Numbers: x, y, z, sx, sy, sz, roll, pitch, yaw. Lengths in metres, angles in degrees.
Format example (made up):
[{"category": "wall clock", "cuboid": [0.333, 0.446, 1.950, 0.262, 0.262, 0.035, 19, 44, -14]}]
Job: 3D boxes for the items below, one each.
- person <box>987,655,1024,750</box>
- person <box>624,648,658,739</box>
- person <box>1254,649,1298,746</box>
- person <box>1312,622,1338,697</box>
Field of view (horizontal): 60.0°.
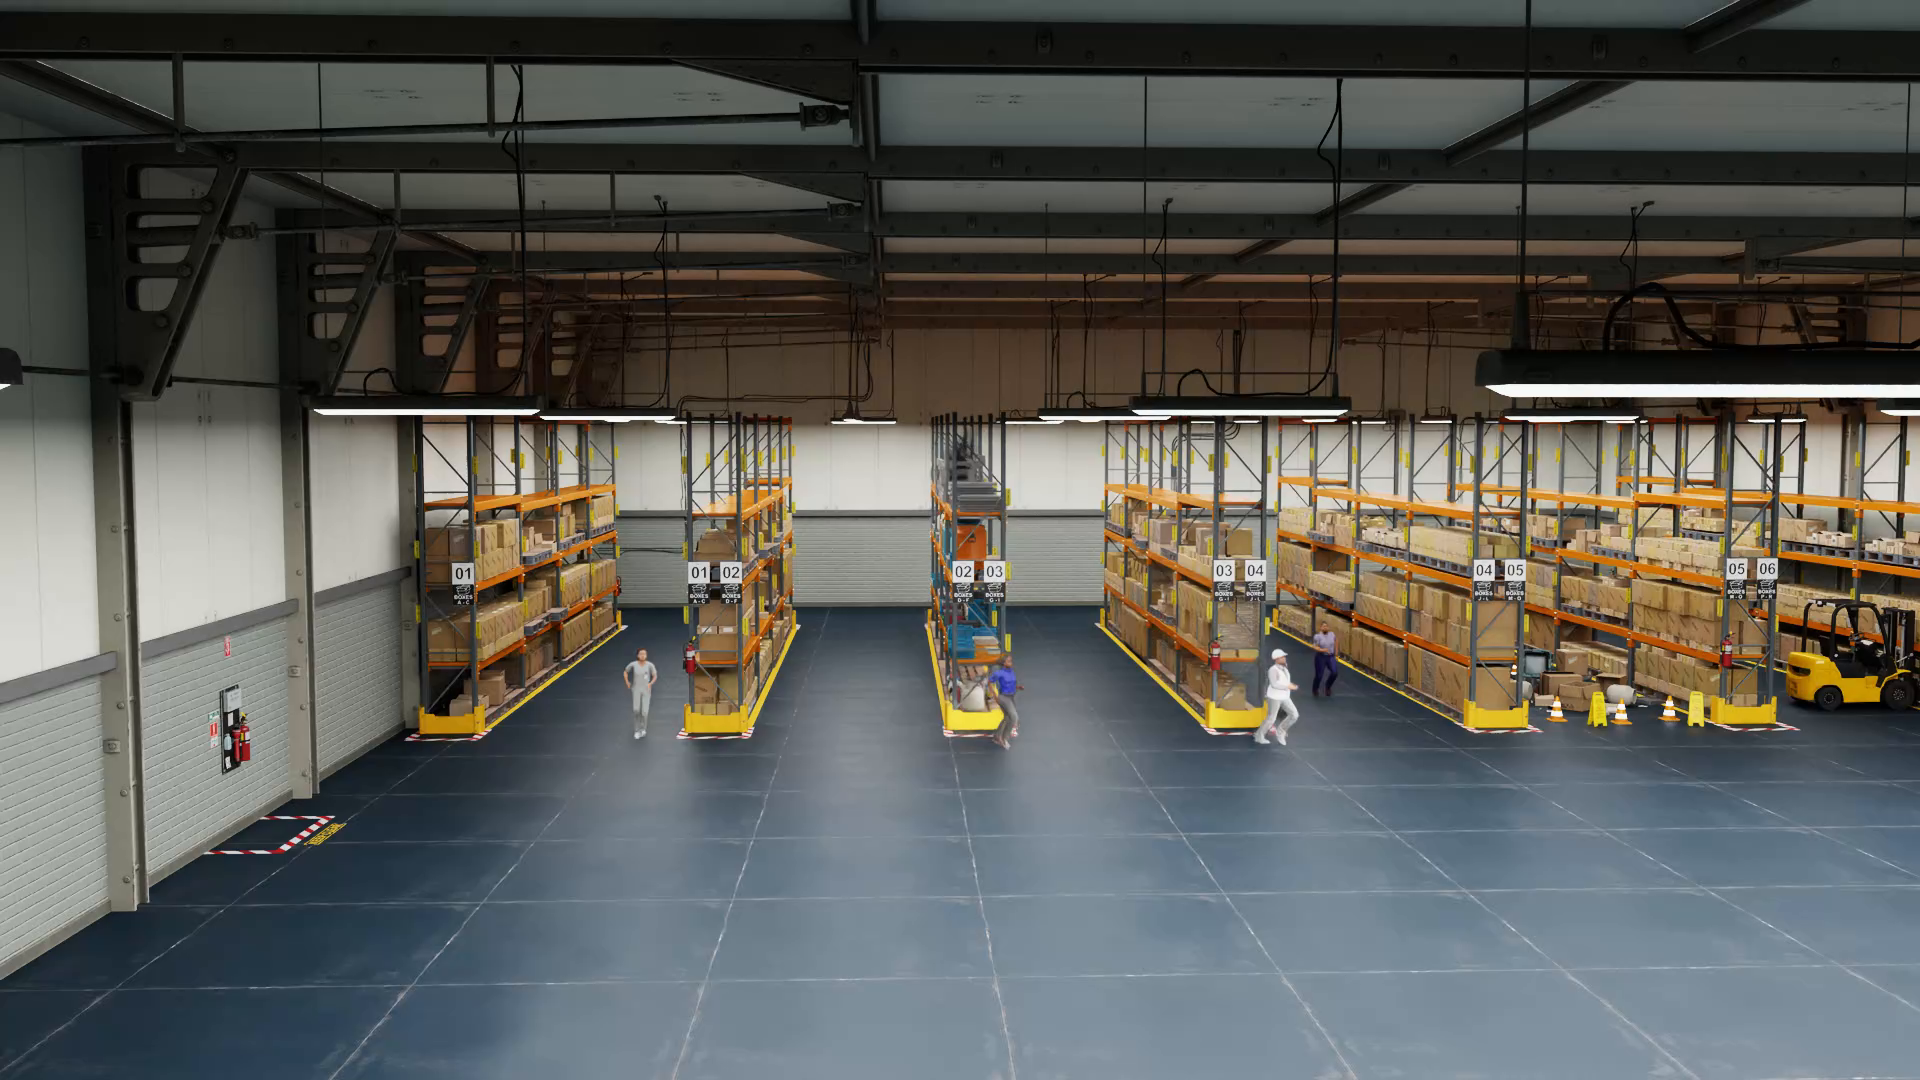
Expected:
[{"category": "person", "cuboid": [0.848, 2.888, 29.595, 0.694, 1.673, 0.547, 3, 5, 33]}, {"category": "person", "cuboid": [-5.878, 2.835, 30.652, 0.605, 1.705, 0.574, -1, 4, -13]}, {"category": "person", "cuboid": [5.702, 2.813, 29.711, 0.846, 1.745, 0.665, 4, 5, 43]}, {"category": "person", "cuboid": [7.718, 2.512, 35.068, 0.617, 1.598, 0.809, 0, 4, -6]}]
